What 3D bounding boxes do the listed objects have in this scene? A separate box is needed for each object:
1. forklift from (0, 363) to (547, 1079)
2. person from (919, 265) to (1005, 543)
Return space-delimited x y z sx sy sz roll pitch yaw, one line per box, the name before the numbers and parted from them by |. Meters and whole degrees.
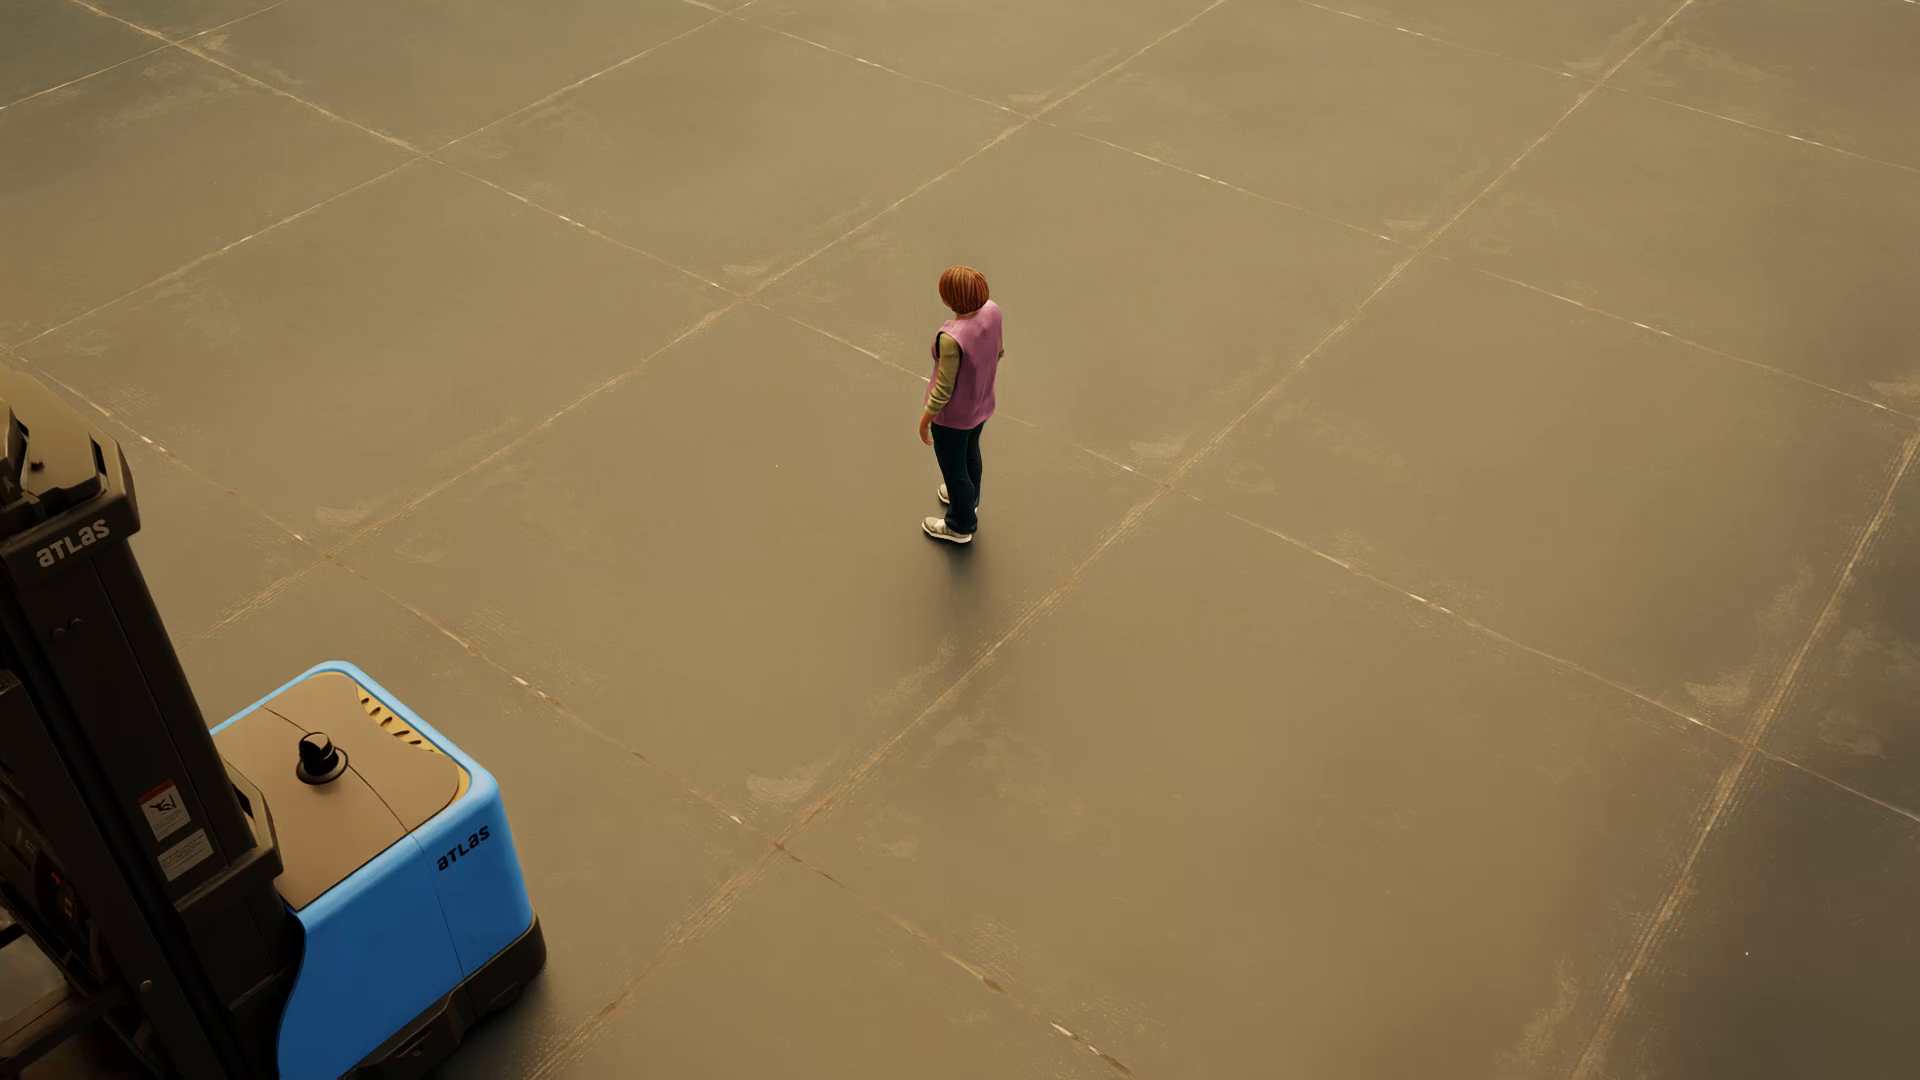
forklift | -2.920 1.053 4.840 1.130 2.935 3.031 29 48 30
person | -0.051 -0.650 7.853 0.473 1.599 0.520 26 47 28
